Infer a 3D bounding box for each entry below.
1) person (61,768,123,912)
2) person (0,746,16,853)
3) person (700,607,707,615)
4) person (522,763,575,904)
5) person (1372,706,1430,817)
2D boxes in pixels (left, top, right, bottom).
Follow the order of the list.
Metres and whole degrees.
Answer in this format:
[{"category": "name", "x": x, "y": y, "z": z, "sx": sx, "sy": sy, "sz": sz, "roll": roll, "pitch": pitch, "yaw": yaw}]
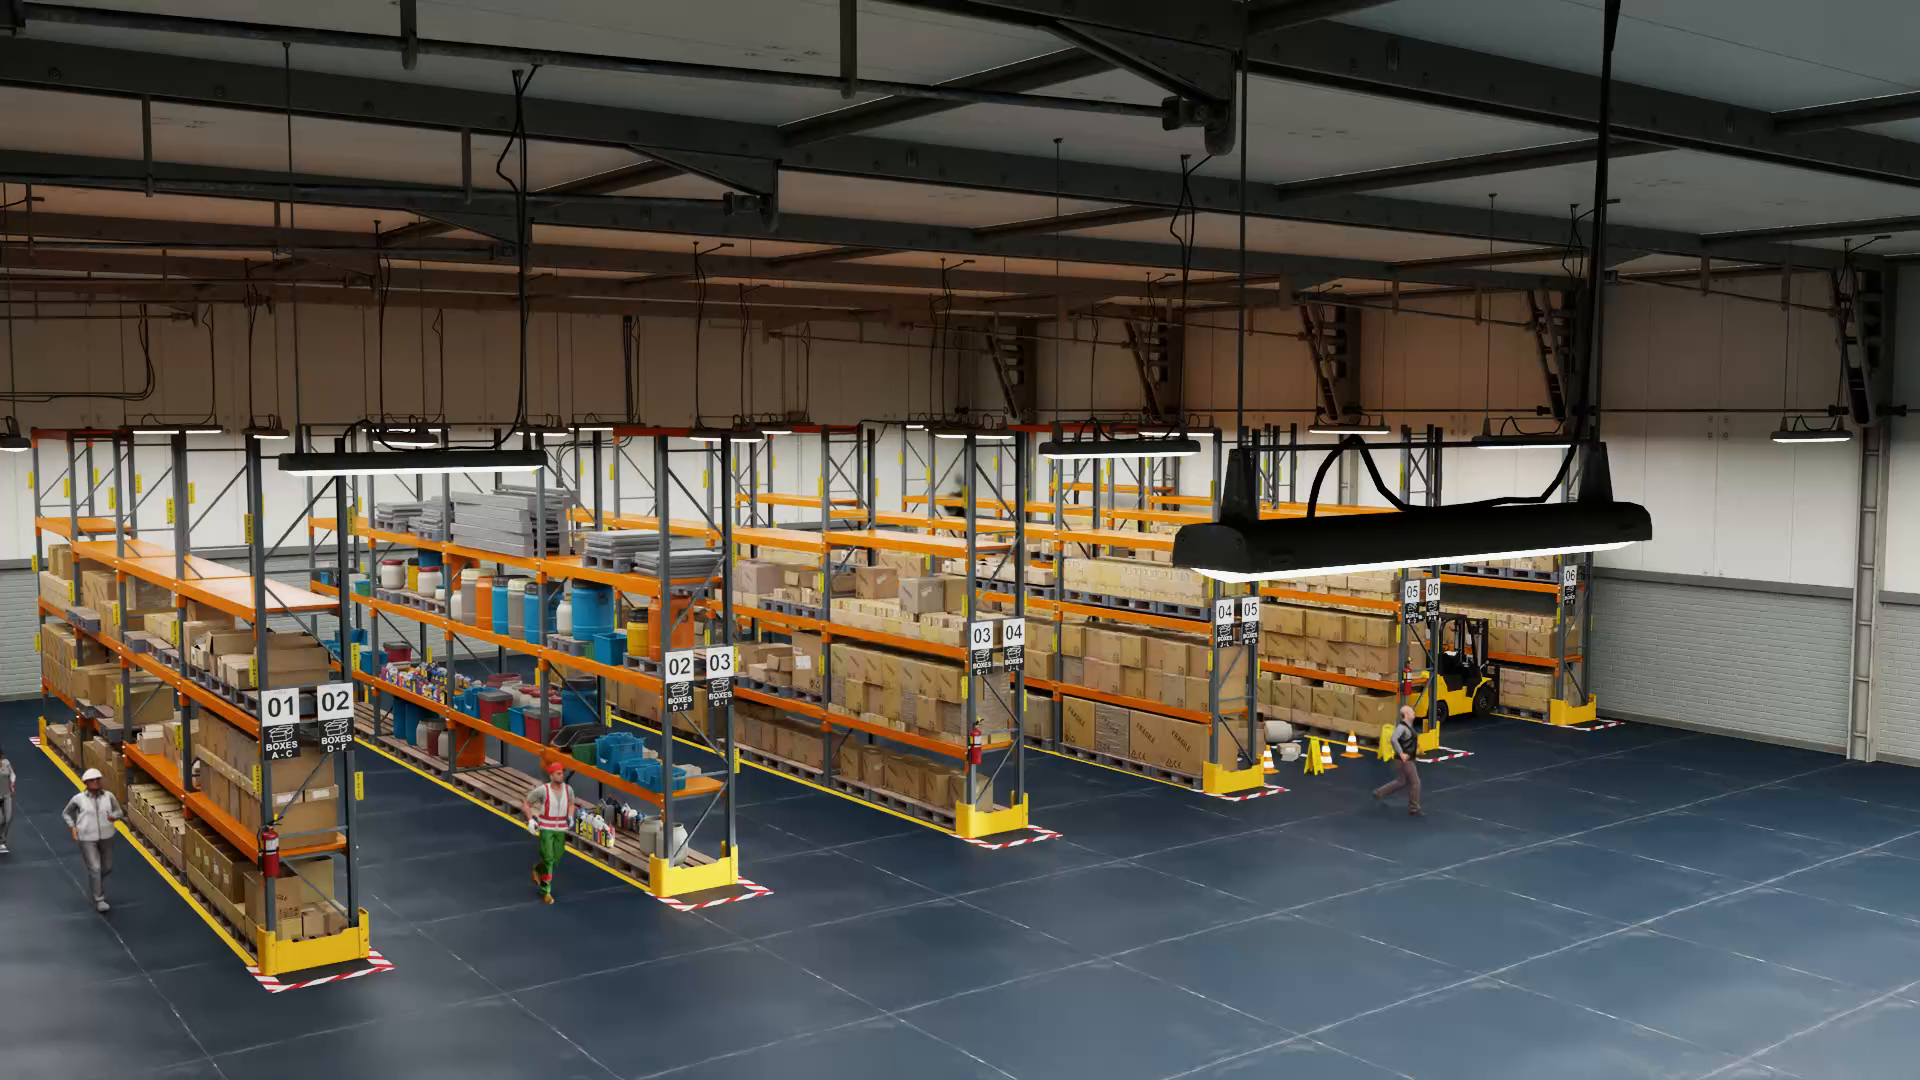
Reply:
[{"category": "person", "x": -11.010, "y": 3.781, "z": 21.169, "sx": 0.666, "sy": 1.750, "sz": 0.930, "roll": -4, "pitch": 6, "yaw": -44}, {"category": "person", "x": -13.809, "y": 3.690, "z": 23.851, "sx": 0.549, "sy": 1.557, "sz": 0.538, "roll": 3, "pitch": 6, "yaw": 37}, {"category": "person", "x": -6.026, "y": 2.410, "z": 38.982, "sx": 0.704, "sy": 1.783, "sz": 0.921, "roll": -1, "pitch": 5, "yaw": -14}, {"category": "person", "x": -5.332, "y": 3.776, "z": 21.672, "sx": 0.696, "sy": 1.765, "sz": 0.793, "roll": -4, "pitch": 6, "yaw": -38}, {"category": "person", "x": 6.912, "y": 3.445, "z": 25.975, "sx": 0.862, "sy": 1.731, "sz": 0.668, "roll": 1, "pitch": 5, "yaw": 16}]
